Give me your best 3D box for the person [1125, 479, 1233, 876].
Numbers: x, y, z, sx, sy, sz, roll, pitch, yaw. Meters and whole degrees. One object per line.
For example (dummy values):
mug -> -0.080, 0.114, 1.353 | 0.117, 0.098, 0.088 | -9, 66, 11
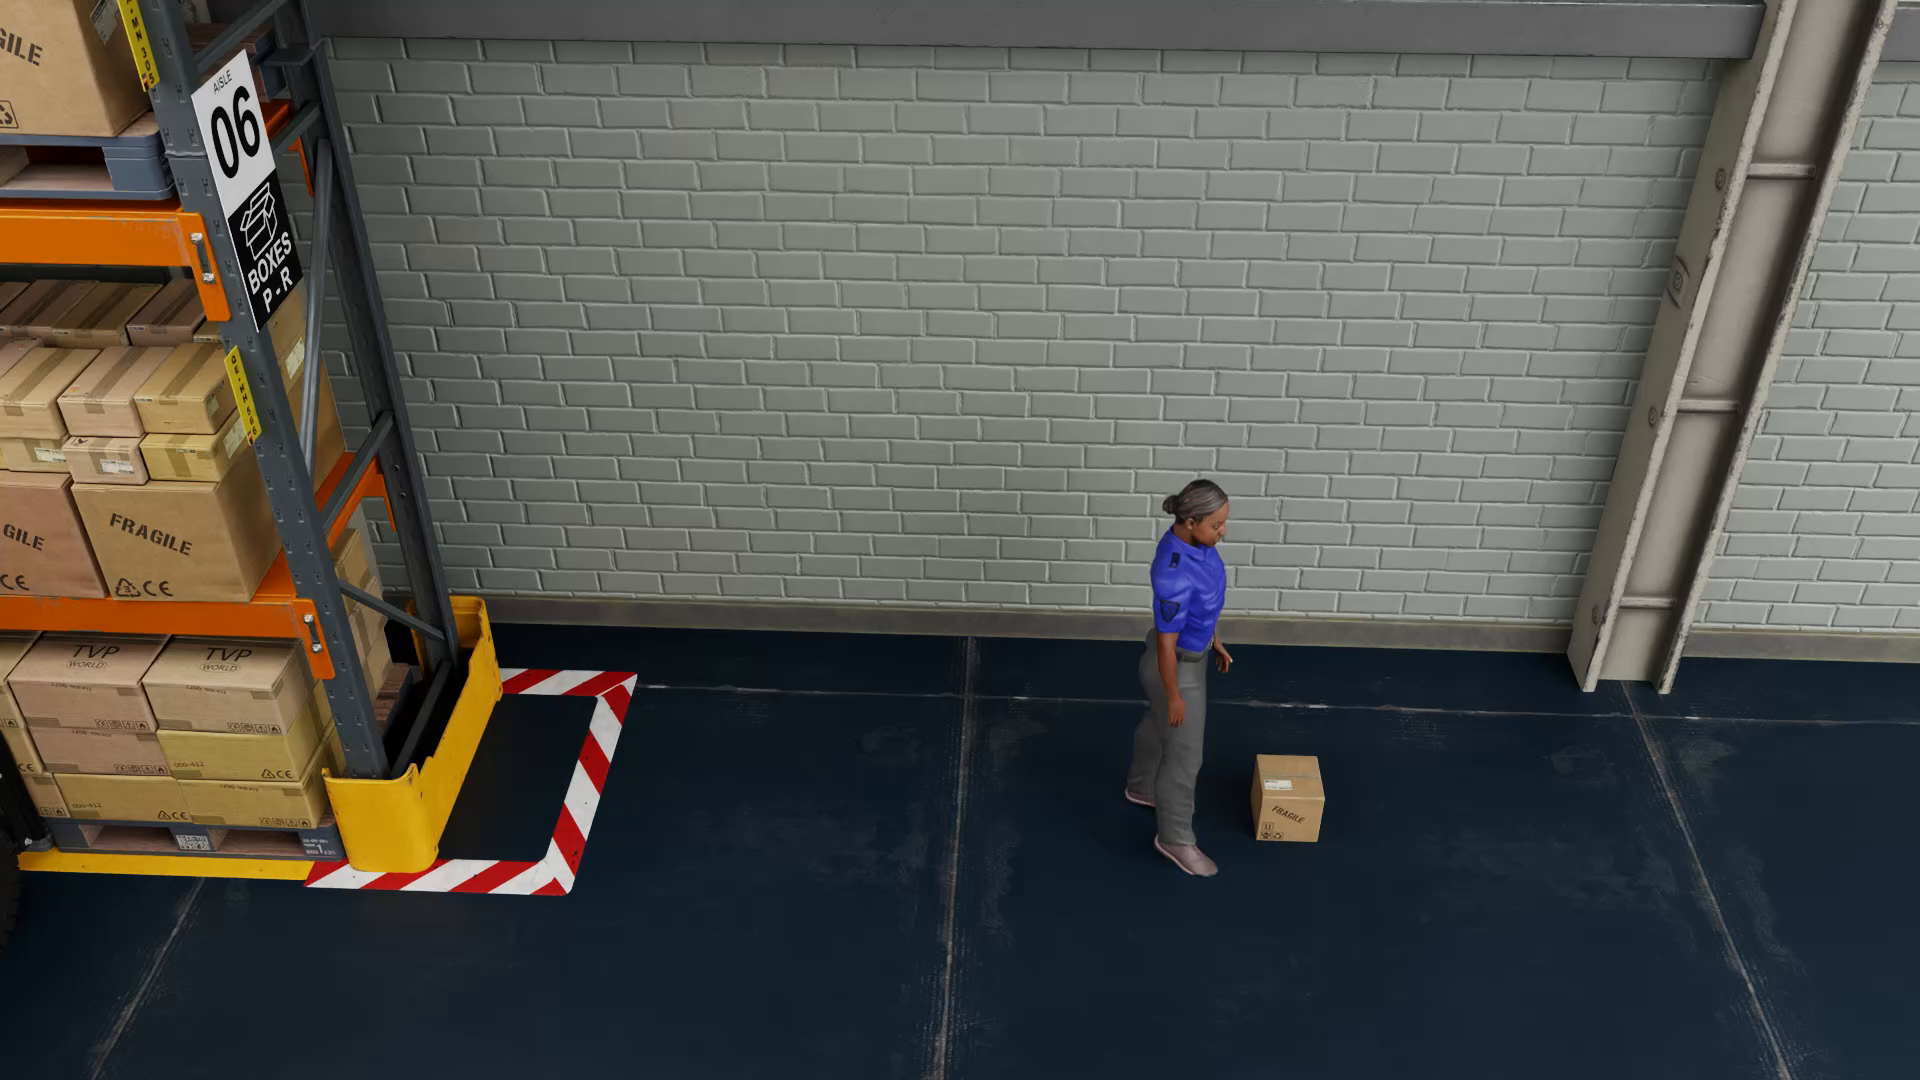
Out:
person -> 0.884, 0.523, 6.419 | 0.445, 1.712, 0.510 | 9, 37, 13
